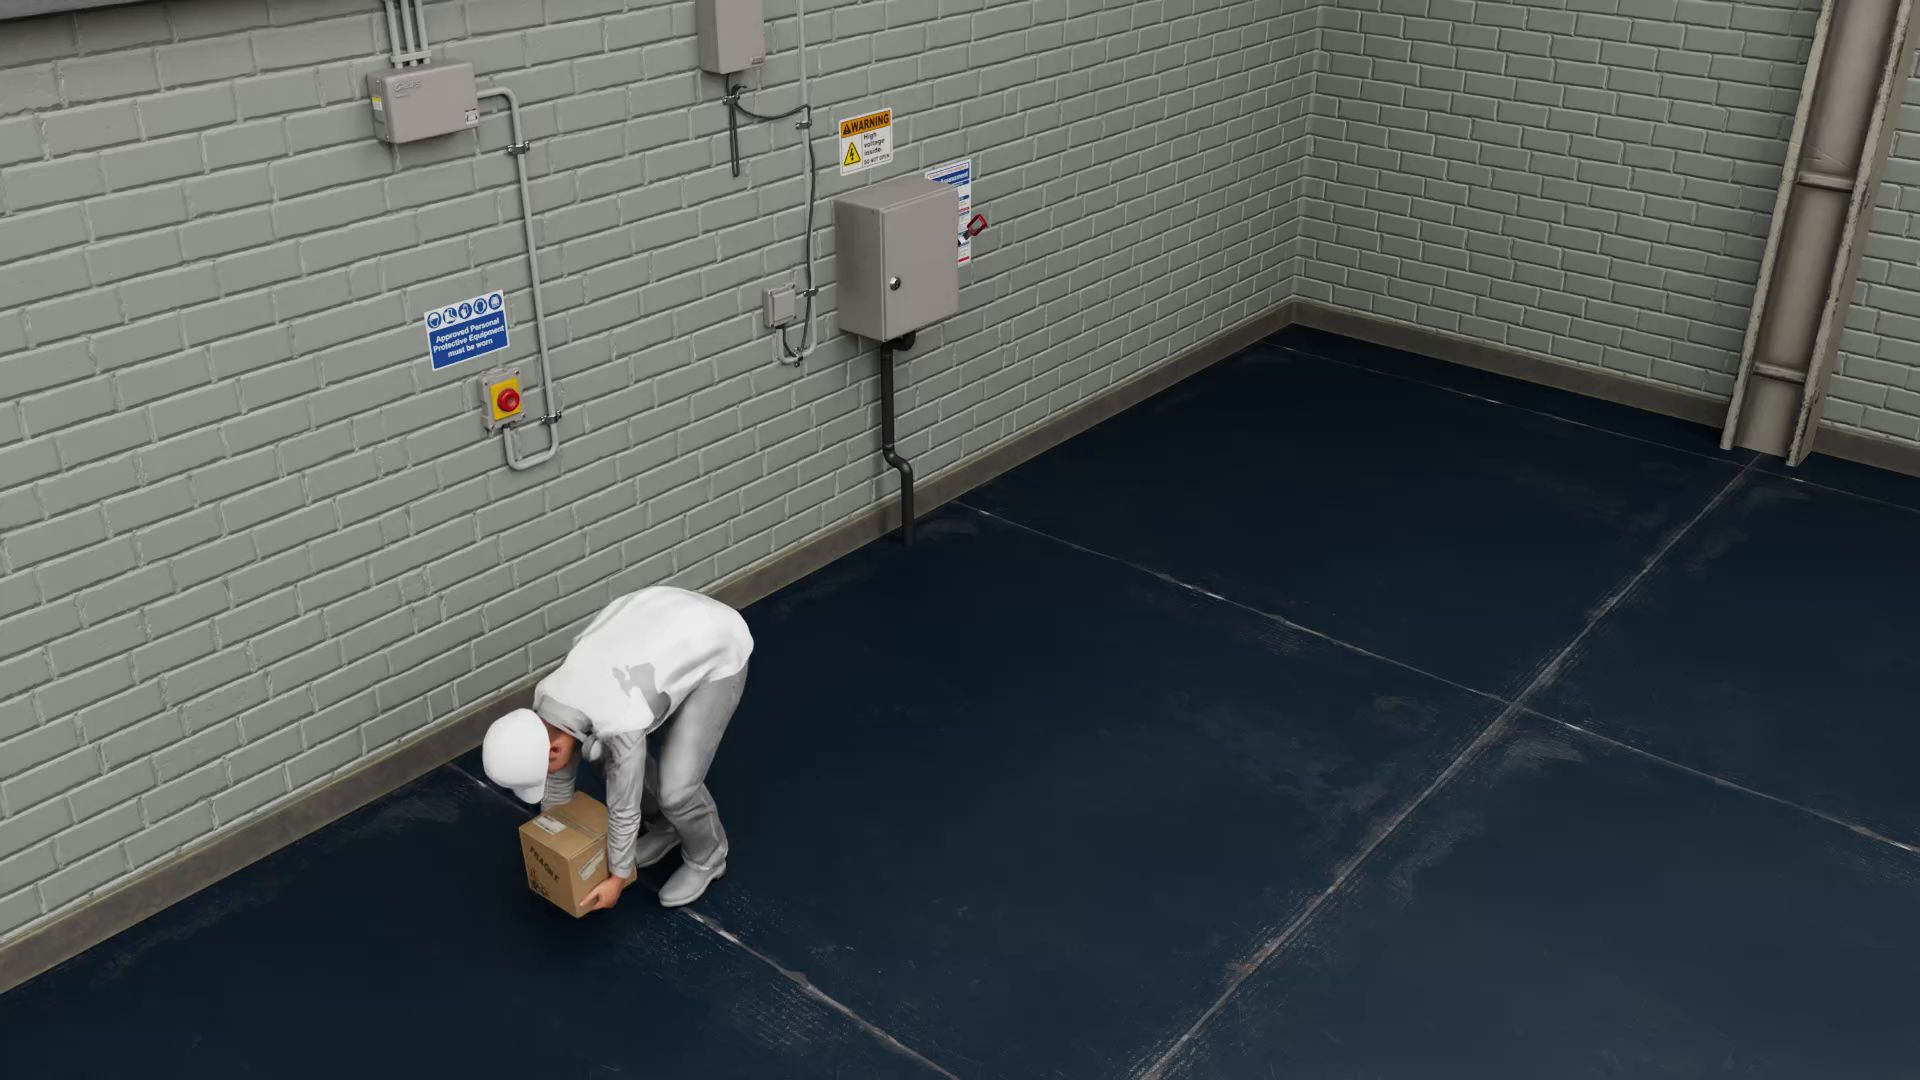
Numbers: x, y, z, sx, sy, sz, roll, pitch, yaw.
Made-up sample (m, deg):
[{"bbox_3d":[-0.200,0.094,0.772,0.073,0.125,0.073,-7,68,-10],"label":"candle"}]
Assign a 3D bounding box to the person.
[{"bbox_3d":[-1.101,0.741,5.420,0.475,1.065,1.009,19,33,32],"label":"person"}]
